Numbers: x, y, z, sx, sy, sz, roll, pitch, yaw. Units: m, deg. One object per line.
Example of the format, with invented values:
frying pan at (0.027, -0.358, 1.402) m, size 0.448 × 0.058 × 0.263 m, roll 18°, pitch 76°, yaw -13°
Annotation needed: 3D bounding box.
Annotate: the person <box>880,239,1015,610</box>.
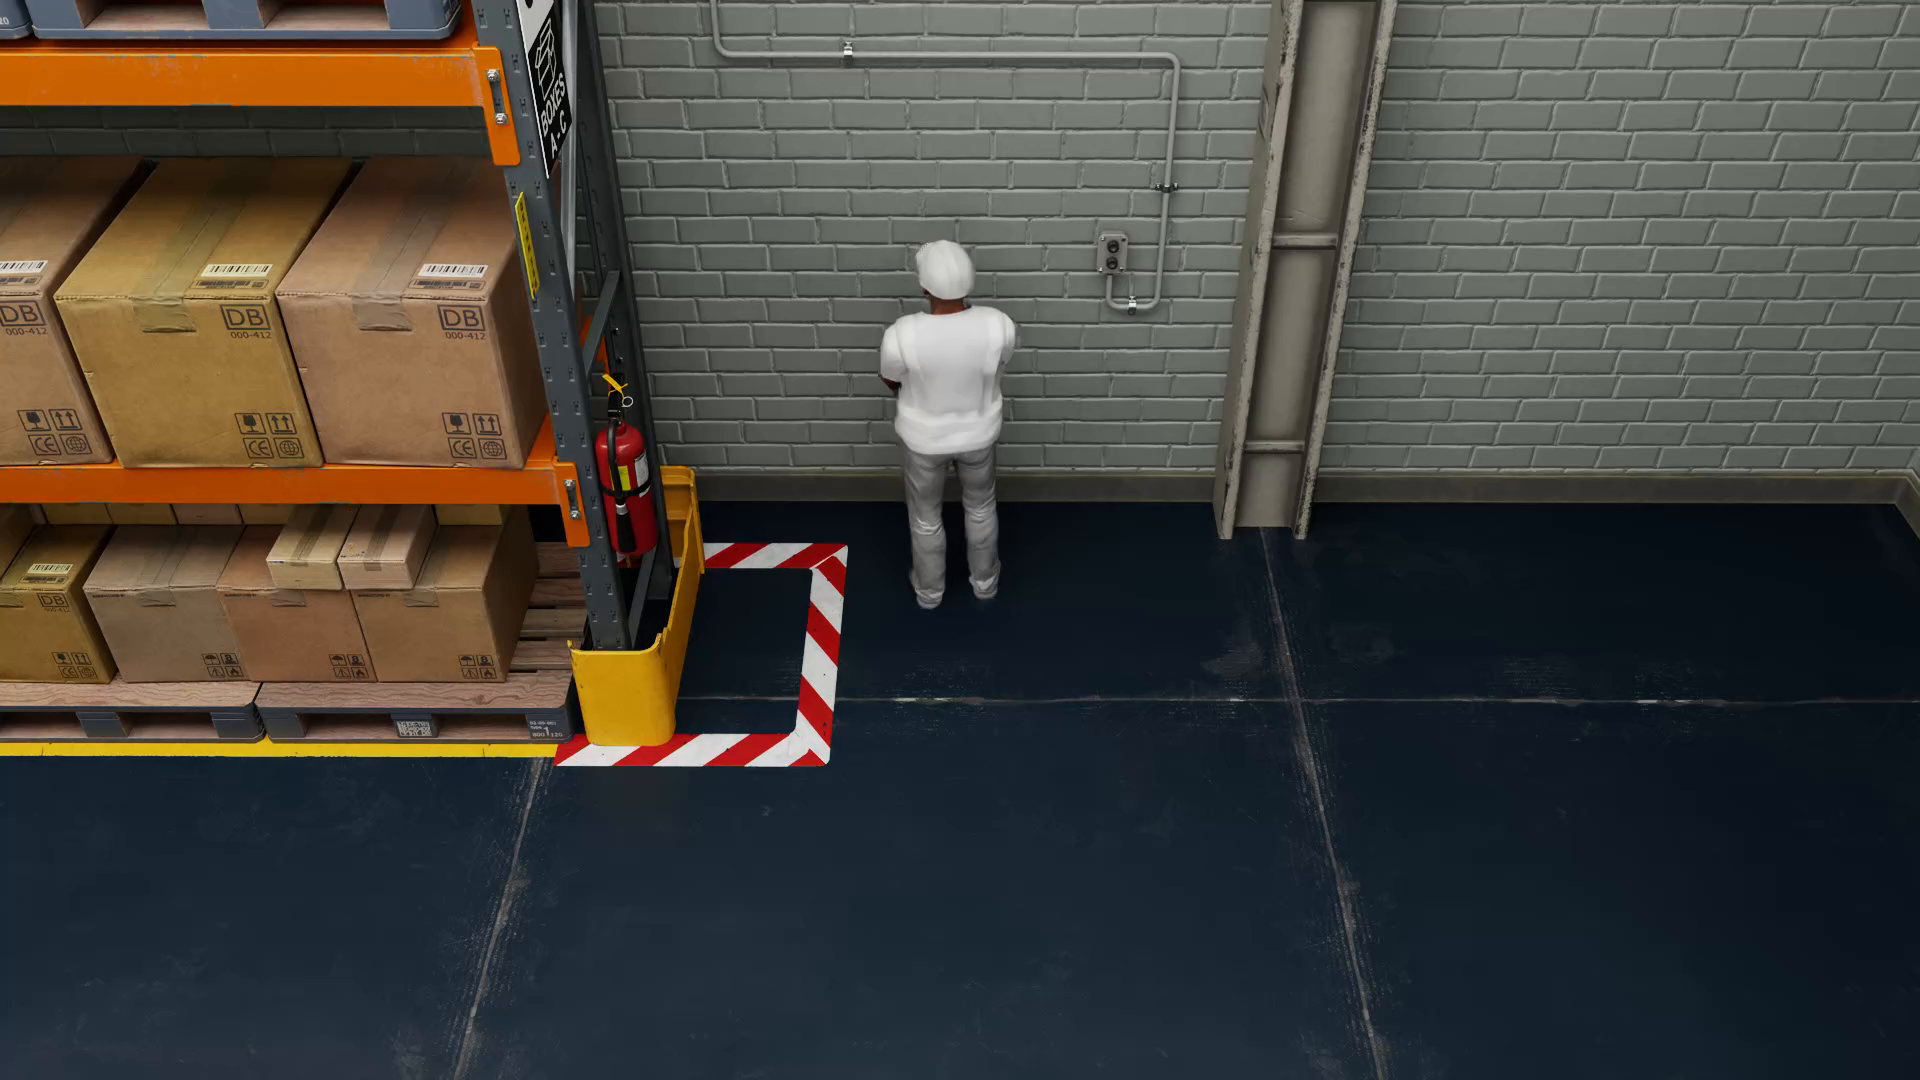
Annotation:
person at (-0.066, -0.491, 6.732) m, size 0.530 × 1.771 × 0.566 m, roll -7°, pitch 40°, yaw -9°
